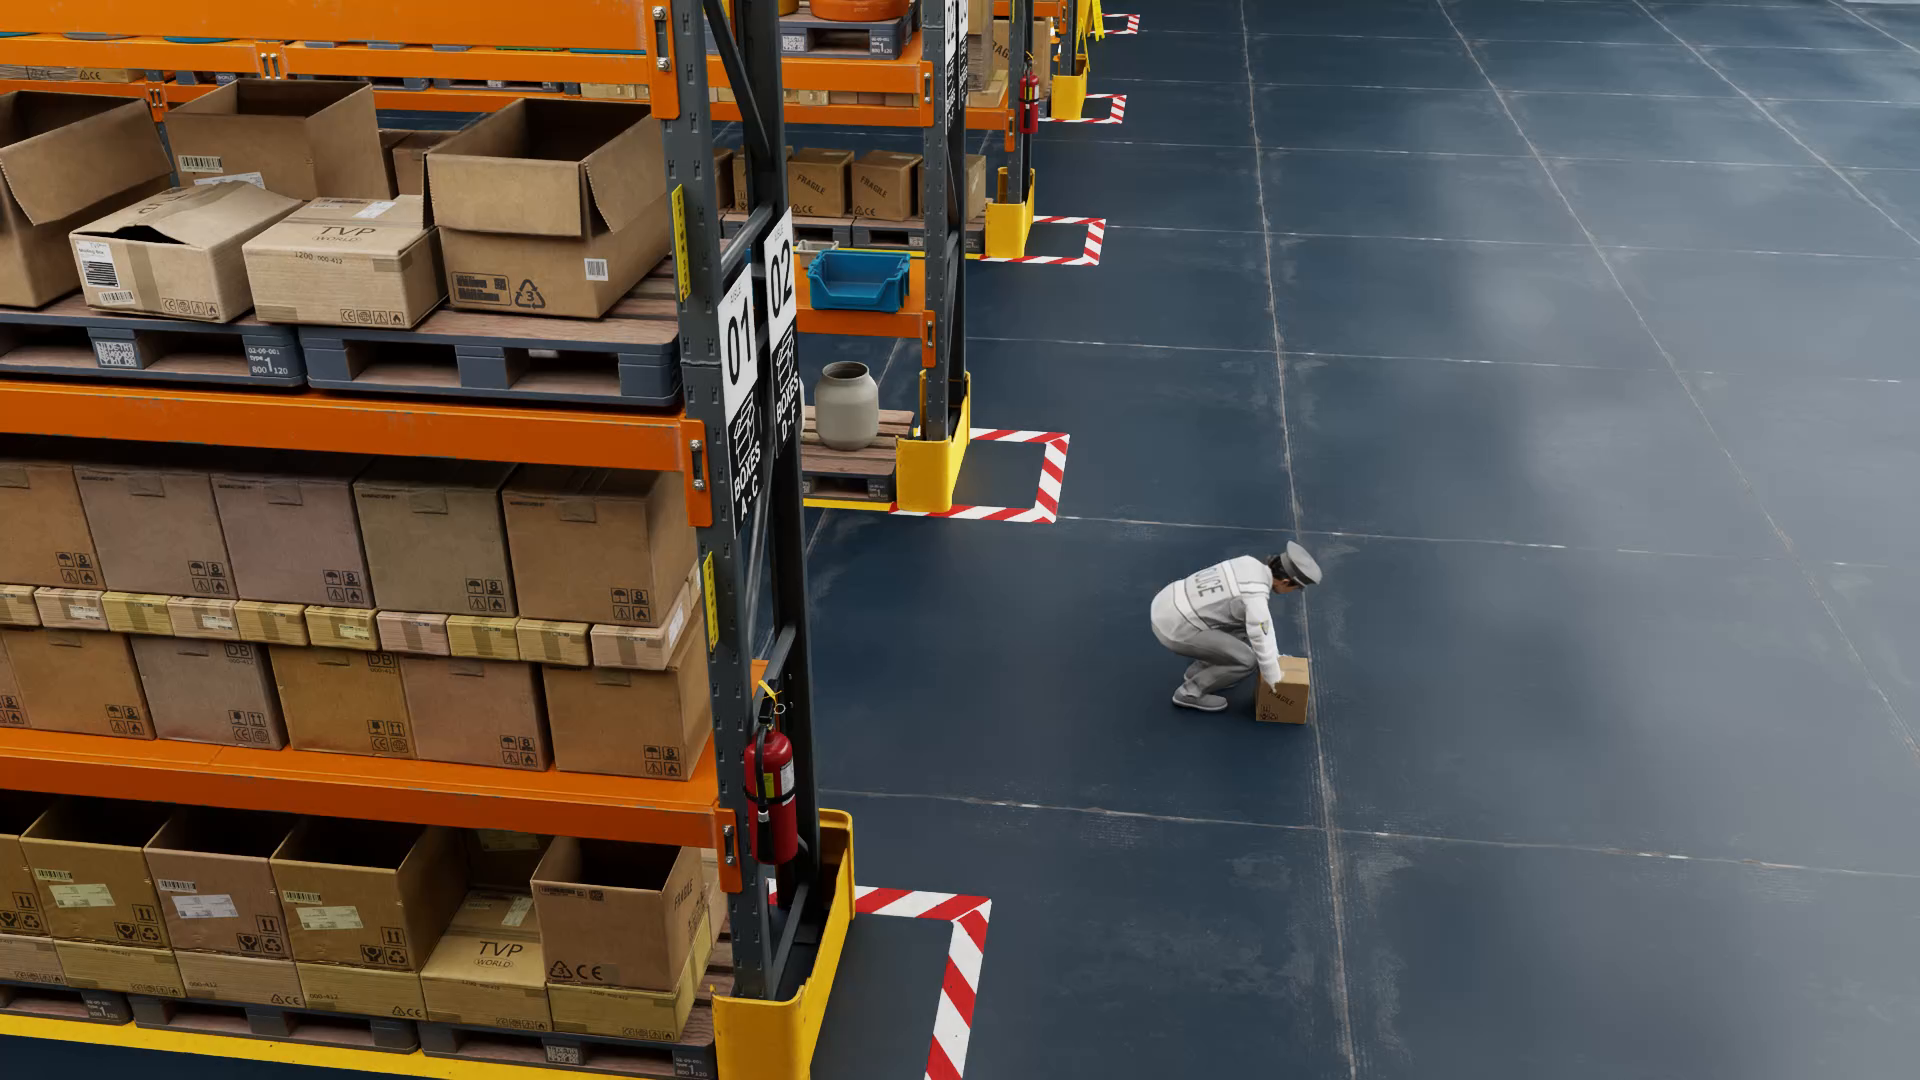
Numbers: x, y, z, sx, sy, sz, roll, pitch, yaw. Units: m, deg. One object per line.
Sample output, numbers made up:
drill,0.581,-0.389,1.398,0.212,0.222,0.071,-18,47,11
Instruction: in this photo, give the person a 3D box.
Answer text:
person,1.421,0.433,8.638,0.857,0.899,0.485,3,29,6
